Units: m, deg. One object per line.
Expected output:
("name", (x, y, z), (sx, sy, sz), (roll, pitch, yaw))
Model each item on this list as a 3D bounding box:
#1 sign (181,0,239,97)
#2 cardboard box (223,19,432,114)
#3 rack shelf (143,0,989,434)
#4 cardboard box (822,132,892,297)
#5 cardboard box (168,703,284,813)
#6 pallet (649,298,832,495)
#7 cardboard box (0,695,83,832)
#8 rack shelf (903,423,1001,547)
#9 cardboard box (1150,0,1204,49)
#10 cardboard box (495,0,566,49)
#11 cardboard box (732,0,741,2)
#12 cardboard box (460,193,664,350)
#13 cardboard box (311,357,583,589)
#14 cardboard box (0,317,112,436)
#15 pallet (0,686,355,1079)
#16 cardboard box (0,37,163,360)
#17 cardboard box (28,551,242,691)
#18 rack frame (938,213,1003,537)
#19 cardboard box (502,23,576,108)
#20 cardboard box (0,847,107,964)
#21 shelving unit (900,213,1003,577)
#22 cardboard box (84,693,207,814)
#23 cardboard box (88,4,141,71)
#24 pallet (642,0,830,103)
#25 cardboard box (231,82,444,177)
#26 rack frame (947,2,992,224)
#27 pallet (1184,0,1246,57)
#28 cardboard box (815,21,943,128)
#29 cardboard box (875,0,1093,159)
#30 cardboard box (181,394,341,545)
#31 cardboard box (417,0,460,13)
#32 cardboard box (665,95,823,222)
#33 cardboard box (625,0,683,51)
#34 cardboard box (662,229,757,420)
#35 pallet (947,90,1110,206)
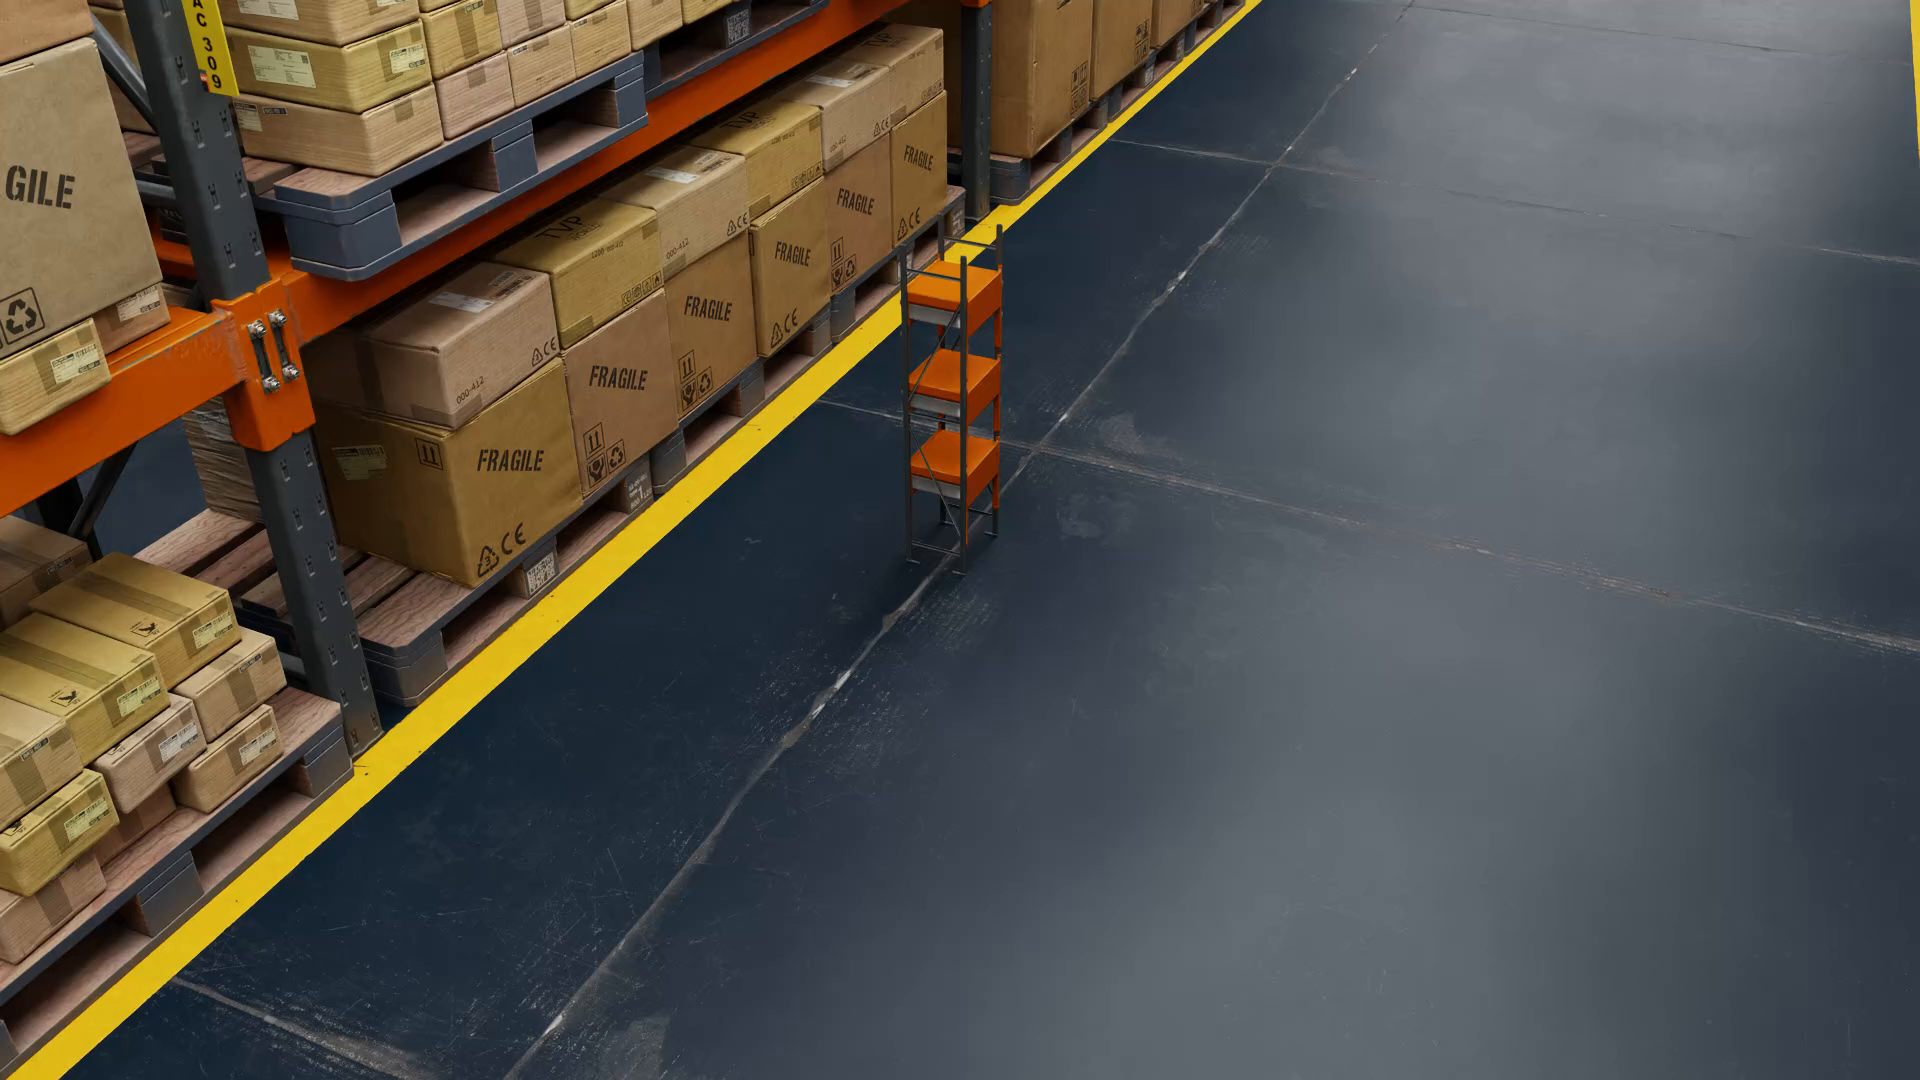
("sign", (-1.522, -1.055, 3.334), (0.100, 0.325, 0.005), (14, 36, 20))
("cardboard box", (-1.436, -1.100, 3.766), (0.380, 0.149, 0.250), (15, 36, 21))
("rack shelf", (-1.182, -1.509, 5.472), (1.077, 0.370, 4.000), (14, 36, 20))
("cardboard box", (-0.603, -1.291, 6.380), (0.500, 0.500, 0.500), (16, 36, 22))
("cardboard box", (-1.873, 0.476, 4.005), (0.380, 0.149, 0.250), (15, 36, 21))
("pallet", (-1.185, -0.646, 6.042), (1.003, 0.211, 1.213), (14, 36, 20))
("cardboard box", (-2.099, 0.453, 3.498), (0.380, 0.149, 0.250), (14, 36, 20))
("rack shelf", (-0.022, -0.171, 5.080), (0.215, 0.259, 0.240), (14, 36, 20))
("cardboard box", (0.744, -3.224, 9.100), (1.050, 0.750, 0.750), (14, 36, 20))
("cardboard box", (-1.221, -1.358, 4.160), (0.380, 0.149, 0.250), (15, 36, 22))
("cardboard box", (-0.786, -1.751, 5.032), (0.380, 0.149, 0.250), (13, 35, 18))
("cardboard box", (-1.249, -0.831, 4.995), (0.500, 0.250, 0.500), (15, 36, 22))
("cardboard box", (-1.468, -0.251, 4.795), (0.500, 0.500, 0.500), (16, 36, 22))
("cardboard box", (-1.934, -0.360, 3.292), (0.380, 0.149, 0.250), (13, 36, 19))
("pallet", (-2.267, 0.695, 3.998), (1.003, 0.211, 1.213), (14, 36, 20))
("cardboard box", (-1.964, -0.674, 3.181), (0.500, 0.500, 0.500), (14, 36, 21))
("cardboard box", (-1.931, 0.191, 3.898), (0.380, 0.149, 0.250), (15, 36, 22))
("rack frame", (0.029, -0.473, 5.014), (0.200, 1.050, 0.008), (14, 36, 20))
("cardboard box", (-1.217, -1.238, 4.249), (0.380, 0.149, 0.250), (14, 36, 21))
("cardboard box", (-2.109, 0.733, 3.614), (0.380, 0.149, 0.250), (13, 35, 19))
("shelving unit", (-0.022, -0.412, 4.921), (0.215, 1.050, 0.252), (14, 36, 20))
("cardboard box", (-1.963, 0.446, 3.780), (0.380, 0.149, 0.250), (12, 35, 18))
("cardboard box", (-2.031, -1.252, 3.999), (0.380, 0.149, 0.250), (15, 36, 22))
("pallet", (-1.136, -1.731, 5.329), (1.003, 0.211, 1.213), (14, 36, 20))
("cardboard box", (-1.436, -0.975, 3.848), (0.380, 0.149, 0.250), (12, 35, 18))
("rack frame", (-0.345, -2.806, 6.794), (1.000, 3.000, 0.127), (14, 36, 20))
("pallet", (1.074, -3.231, 9.984), (1.003, 0.211, 1.213), (14, 36, 20))
("cardboard box", (-0.393, -1.849, 6.547), (0.500, 0.250, 0.500), (13, 36, 19))
("cardboard box", (-0.008, -2.324, 7.727), (1.050, 0.750, 0.750), (14, 36, 20))
("cardboard box", (-1.937, -0.371, 4.976), (0.500, 0.500, 0.500), (13, 36, 20))
("cardboard box", (-1.325, -1.364, 3.899), (0.380, 0.149, 0.250), (15, 36, 22))
("cardboard box", (-0.821, -1.346, 5.780), (0.500, 0.250, 0.500), (15, 36, 22))
("cardboard box", (-1.005, -1.490, 4.633), (0.380, 0.149, 0.250), (13, 35, 18))
("cardboard box", (-1.041, -0.779, 5.600), (0.500, 0.500, 0.500), (15, 36, 21))
("pallet", (0.054, -2.015, 8.131), (1.003, 0.211, 1.213), (14, 36, 20))
